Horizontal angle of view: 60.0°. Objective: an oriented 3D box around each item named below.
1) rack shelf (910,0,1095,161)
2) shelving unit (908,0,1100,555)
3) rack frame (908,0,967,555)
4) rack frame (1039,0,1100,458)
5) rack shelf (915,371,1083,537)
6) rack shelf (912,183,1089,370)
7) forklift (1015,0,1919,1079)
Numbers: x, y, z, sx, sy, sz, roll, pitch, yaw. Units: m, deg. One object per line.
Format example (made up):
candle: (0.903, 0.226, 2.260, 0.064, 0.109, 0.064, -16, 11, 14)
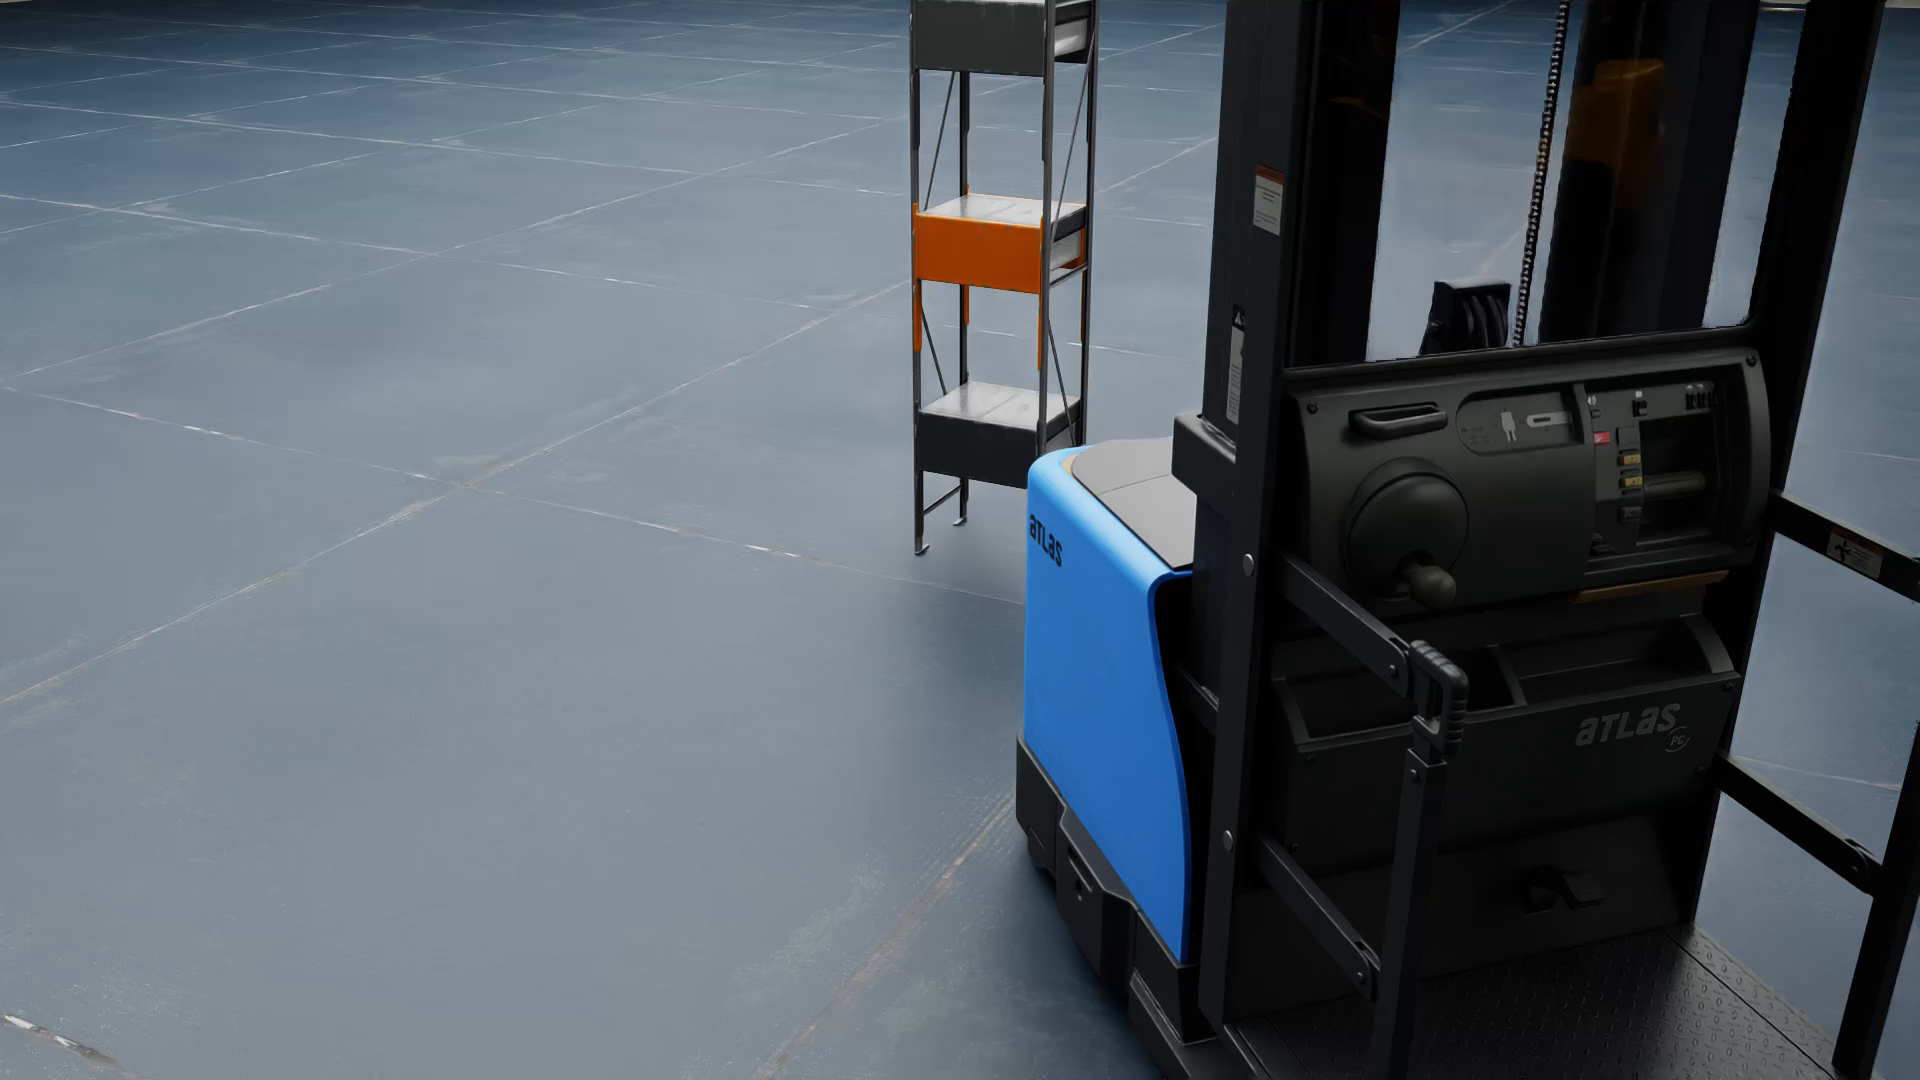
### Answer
rack shelf: (0.148, -1.569, 5.502, 0.480, 0.518, 0.431, 11, 25, 25)
shelving unit: (0.148, -0.937, 5.770, 0.503, 2.100, 0.431, 11, 25, 25)
rack frame: (-0.070, -0.980, 5.872, 0.015, 2.100, 0.400, 11, 25, 25)
rack frame: (0.365, -0.894, 5.669, 0.015, 2.100, 0.400, 11, 25, 25)
rack shelf: (0.148, -0.280, 6.050, 0.480, 0.518, 0.431, 11, 25, 25)
rack shelf: (0.148, -0.924, 5.776, 0.480, 0.518, 0.431, 11, 25, 25)
forklift: (1.076, -0.084, 2.703, 1.130, 2.935, 3.031, -7, 24, -16)
